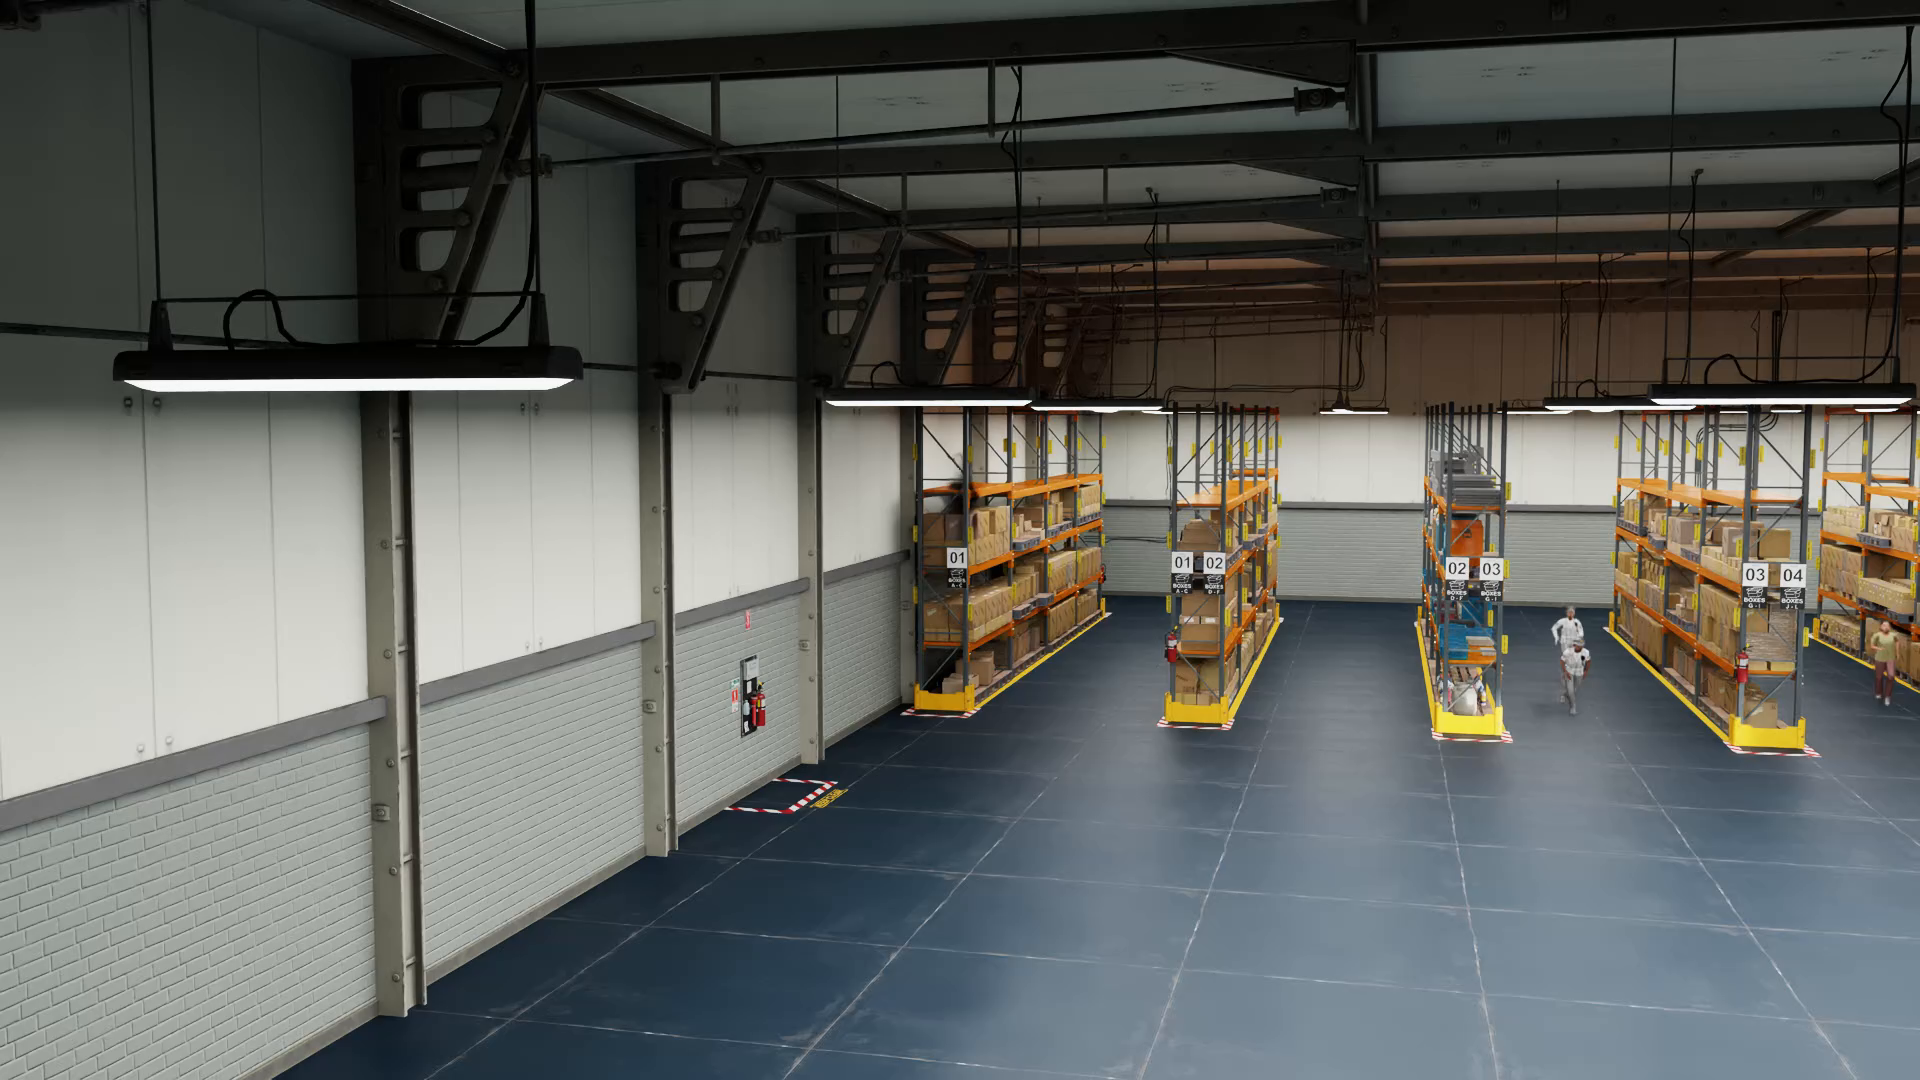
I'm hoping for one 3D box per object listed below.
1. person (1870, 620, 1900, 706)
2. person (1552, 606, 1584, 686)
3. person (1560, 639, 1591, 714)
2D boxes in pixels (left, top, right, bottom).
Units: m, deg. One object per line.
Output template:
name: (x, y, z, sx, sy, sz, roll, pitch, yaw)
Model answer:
person: (18.467, 2.438, 33.213, 0.559, 1.713, 0.801, 2, 5, 21)
person: (13.020, 2.256, 35.539, 0.557, 1.718, 0.694, 0, 4, -2)
person: (11.895, 2.611, 32.216, 0.578, 1.488, 0.915, 0, 4, 4)
